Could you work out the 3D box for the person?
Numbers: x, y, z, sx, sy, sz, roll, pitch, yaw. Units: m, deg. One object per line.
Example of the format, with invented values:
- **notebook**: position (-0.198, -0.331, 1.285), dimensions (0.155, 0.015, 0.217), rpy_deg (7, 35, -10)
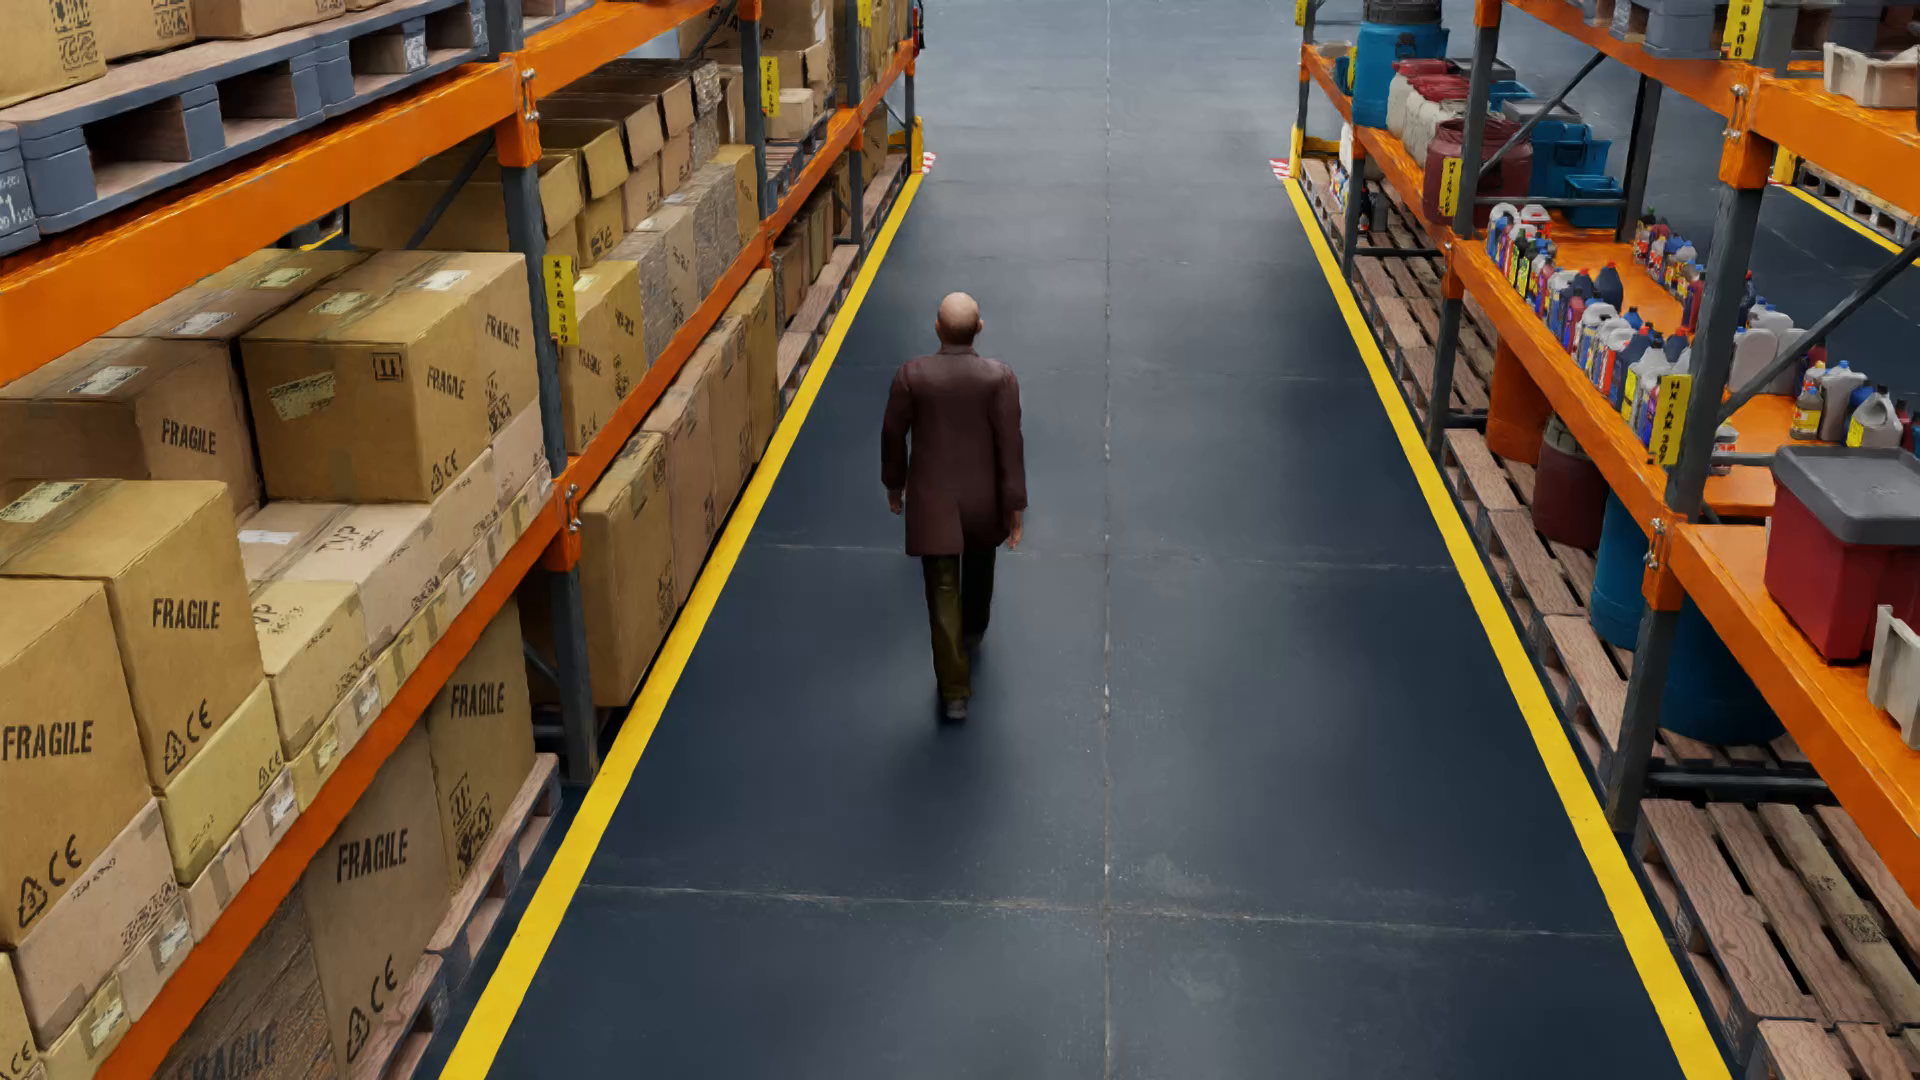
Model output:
- **person**: position (-0.033, -0.132, 7.181), dimensions (0.607, 1.509, 1.046), rpy_deg (-1, 24, -3)
